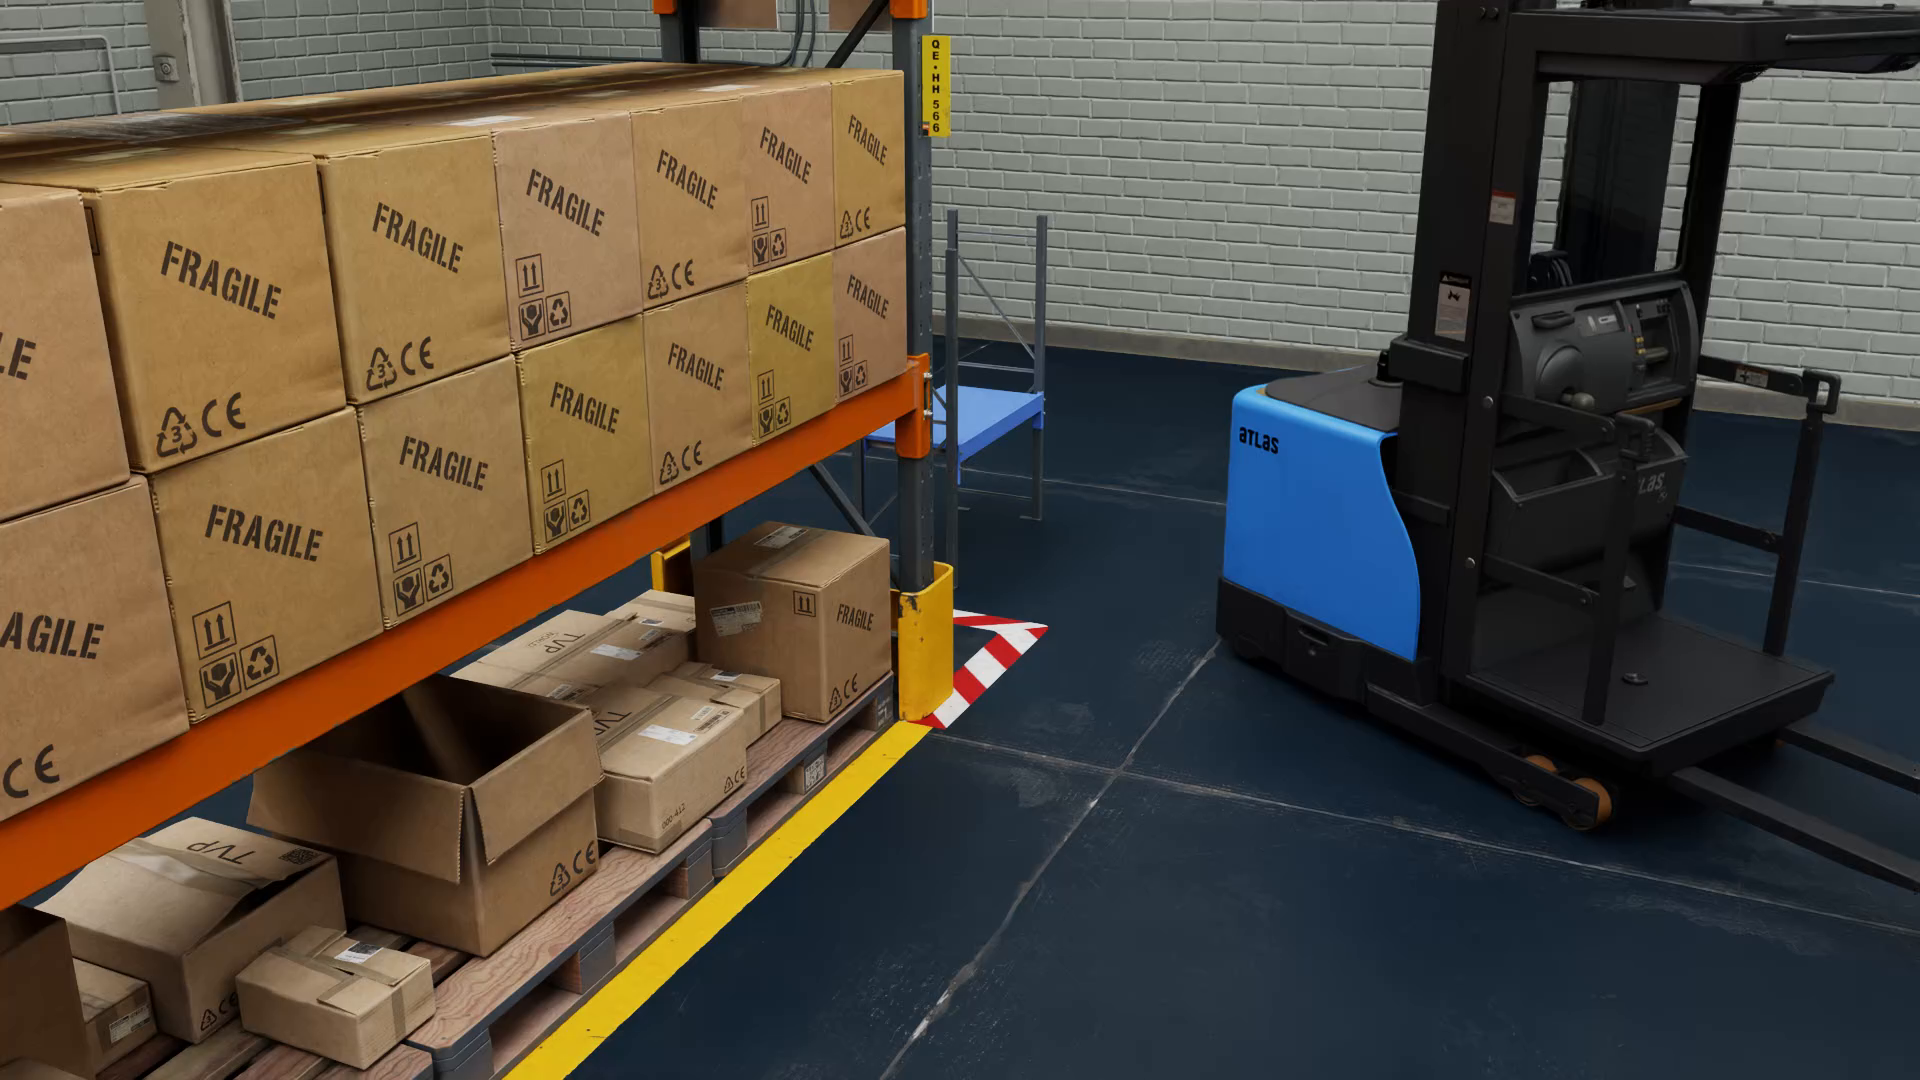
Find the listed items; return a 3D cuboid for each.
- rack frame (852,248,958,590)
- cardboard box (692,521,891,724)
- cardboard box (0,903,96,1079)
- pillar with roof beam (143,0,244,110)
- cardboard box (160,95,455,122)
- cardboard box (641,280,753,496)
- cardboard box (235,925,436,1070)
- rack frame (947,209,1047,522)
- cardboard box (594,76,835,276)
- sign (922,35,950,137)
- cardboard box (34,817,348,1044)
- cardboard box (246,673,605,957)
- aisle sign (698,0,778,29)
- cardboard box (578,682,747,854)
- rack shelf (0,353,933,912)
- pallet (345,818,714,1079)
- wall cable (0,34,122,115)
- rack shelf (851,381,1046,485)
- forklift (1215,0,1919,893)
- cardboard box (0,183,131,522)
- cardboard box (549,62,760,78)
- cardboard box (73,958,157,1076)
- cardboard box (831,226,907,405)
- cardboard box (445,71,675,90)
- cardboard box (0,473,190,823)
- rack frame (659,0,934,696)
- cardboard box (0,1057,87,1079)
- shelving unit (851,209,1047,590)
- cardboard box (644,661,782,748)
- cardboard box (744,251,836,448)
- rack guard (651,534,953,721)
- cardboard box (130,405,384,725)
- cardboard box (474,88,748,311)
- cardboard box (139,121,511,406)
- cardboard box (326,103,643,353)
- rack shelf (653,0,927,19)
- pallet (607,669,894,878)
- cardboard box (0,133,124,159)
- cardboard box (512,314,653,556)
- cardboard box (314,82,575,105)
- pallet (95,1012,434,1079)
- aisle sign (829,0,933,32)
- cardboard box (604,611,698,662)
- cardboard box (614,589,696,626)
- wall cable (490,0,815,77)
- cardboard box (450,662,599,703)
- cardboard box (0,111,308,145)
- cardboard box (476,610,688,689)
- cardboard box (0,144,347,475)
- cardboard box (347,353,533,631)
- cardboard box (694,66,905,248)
[{"bbox_3d":[-0.243,-0.525,7.207,0.500,1.500,0.032,9,21,23],"label":"rack frame"},{"bbox_3d":[-0.575,0.273,5.798,0.500,0.500,0.500,9,21,23],"label":"cardboard box"},{"bbox_3d":[-2.240,1.083,3.521,0.500,0.500,0.500,9,21,23],"label":"cardboard box"},{"bbox_3d":[-0.854,-4.756,7.912,9.100,9.000,0.400,9,21,23],"label":"pillar with roof beam"},{"bbox_3d":[-1.623,-0.848,4.234,0.500,0.500,0.500,8,21,22],"label":"cardboard box"},{"bbox_3d":[-0.930,-0.459,4.635,0.500,0.500,0.500,9,21,23],"label":"cardboard box"},{"bbox_3d":[-1.500,1.089,4.003,0.380,0.166,0.250,9,21,23],"label":"cardboard box"},{"bbox_3d":[0.173,-0.836,8.081,0.500,1.500,0.032,9,21,23],"label":"rack frame"},{"bbox_3d":[-0.714,-1.087,4.908,0.500,0.500,0.500,9,22,24],"label":"cardboard box"},{"bbox_3d":[-0.079,-1.509,5.537,0.100,0.325,0.005,9,21,23],"label":"sign"},{"bbox_3d":[-1.933,0.943,4.198,0.500,0.311,0.500,9,21,23],"label":"cardboard box"},{"bbox_3d":[-1.450,0.719,4.539,0.797,0.503,0.637,9,21,23],"label":"cardboard box"},{"bbox_3d":[-0.817,-2.183,5.752,0.394,0.787,0.004,9,21,23],"label":"aisle sign"},{"bbox_3d":[-0.991,0.677,5.035,0.500,0.250,0.500,9,21,23],"label":"cardboard box"},{"bbox_3d":[-1.396,0.053,4.417,1.077,0.370,4.000,9,21,23],"label":"rack shelf"},{"bbox_3d":[-1.434,1.055,4.687,1.003,0.211,1.213,9,21,23],"label":"pallet"},{"bbox_3d":[-5.436,-2.576,9.219,0.084,1.984,1.851,9,21,23],"label":"wall cable"},{"bbox_3d":[-0.035,-0.511,7.704,0.538,0.185,1.000,9,21,23],"label":"rack shelf"},{"bbox_3d":[2.267,-0.629,5.363,1.130,2.935,3.031,-13,23,-31],"label":"forklift"},{"bbox_3d":[-1.765,-0.298,2.689,0.500,0.500,0.500,9,22,24],"label":"cardboard box"},{"bbox_3d":[-0.999,-1.316,5.551,0.500,0.500,0.500,9,22,24],"label":"cardboard box"},{"bbox_3d":[-2.141,1.125,3.926,0.380,0.149,0.250,9,21,23],"label":"cardboard box"},{"bbox_3d":[-0.512,-0.770,5.509,0.500,0.500,0.500,9,22,24],"label":"cardboard box"},{"bbox_3d":[-1.206,-1.155,5.099,0.500,0.500,0.500,9,21,23],"label":"cardboard box"},{"bbox_3d":[-1.757,0.160,2.893,0.500,0.500,0.500,9,22,24],"label":"cardboard box"},{"bbox_3d":[-0.577,-0.897,6.015,1.000,3.000,0.127,9,21,23],"label":"rack frame"},{"bbox_3d":[-1.846,1.286,3.231,0.500,0.311,0.500,9,21,23],"label":"cardboard box"},{"bbox_3d":[-0.035,-0.681,7.644,0.538,1.500,1.048,9,21,23],"label":"shelving unit"},{"bbox_3d":[-0.823,0.542,5.541,0.380,0.166,0.250,9,21,23],"label":"cardboard box"},{"bbox_3d":[-0.721,-0.611,5.061,0.500,0.500,0.500,9,21,23],"label":"cardboard box"},{"bbox_3d":[-0.608,0.304,6.369,1.175,0.500,0.348,9,21,23],"label":"rack guard"},{"bbox_3d":[-1.551,0.003,3.335,0.500,0.500,0.500,9,21,24],"label":"cardboard box"},{"bbox_3d":[-0.922,-0.928,4.460,0.500,0.500,0.500,9,22,24],"label":"cardboard box"},{"bbox_3d":[-1.343,-0.613,3.575,0.500,0.500,0.500,8,21,21],"label":"cardboard box"},{"bbox_3d":[-1.133,-0.771,4.019,0.500,0.500,0.500,9,22,24],"label":"cardboard box"},{"bbox_3d":[-1.396,-1.360,3.914,1.077,0.370,4.000,9,21,23],"label":"rack shelf"},{"bbox_3d":[-0.934,0.684,5.732,1.003,0.211,1.213,9,21,23],"label":"pallet"},{"bbox_3d":[-2.037,-0.540,3.369,0.500,0.500,0.500,8,21,22],"label":"cardboard box"},{"bbox_3d":[-1.137,-0.305,4.201,0.500,0.500,0.500,8,21,22],"label":"cardboard box"},{"bbox_3d":[-1.416,-1.003,4.671,0.500,0.500,0.500,9,21,23],"label":"cardboard box"},{"bbox_3d":[-1.933,1.430,3.634,1.003,0.211,1.213,9,21,23],"label":"pallet"},{"bbox_3d":[-0.269,-2.101,5.520,0.394,0.787,0.004,9,21,23],"label":"aisle sign"},{"bbox_3d":[-1.164,0.388,5.974,0.380,0.166,0.250,9,21,23],"label":"cardboard box"},{"bbox_3d":[-1.062,0.319,6.192,0.380,0.149,0.250,9,21,23],"label":"cardboard box"},{"bbox_3d":[-2.455,-4.619,12.162,3.097,2.526,0.112,9,21,23],"label":"wall cable"},{"bbox_3d":[-1.468,0.624,5.185,0.500,0.250,0.500,9,21,23],"label":"cardboard box"},{"bbox_3d":[-1.830,-0.694,3.802,0.500,0.500,0.500,9,21,23],"label":"cardboard box"},{"bbox_3d":[-1.263,0.471,5.615,0.500,0.250,0.500,9,21,23],"label":"cardboard box"},{"bbox_3d":[-1.554,-0.456,3.133,0.500,0.500,0.500,8,21,21],"label":"cardboard box"},{"bbox_3d":[-1.344,-0.150,3.764,0.500,0.500,0.500,8,21,22],"label":"cardboard box"},{"bbox_3d":[-0.508,-1.242,5.342,0.500,0.500,0.500,8,21,22],"label":"cardboard box"}]
